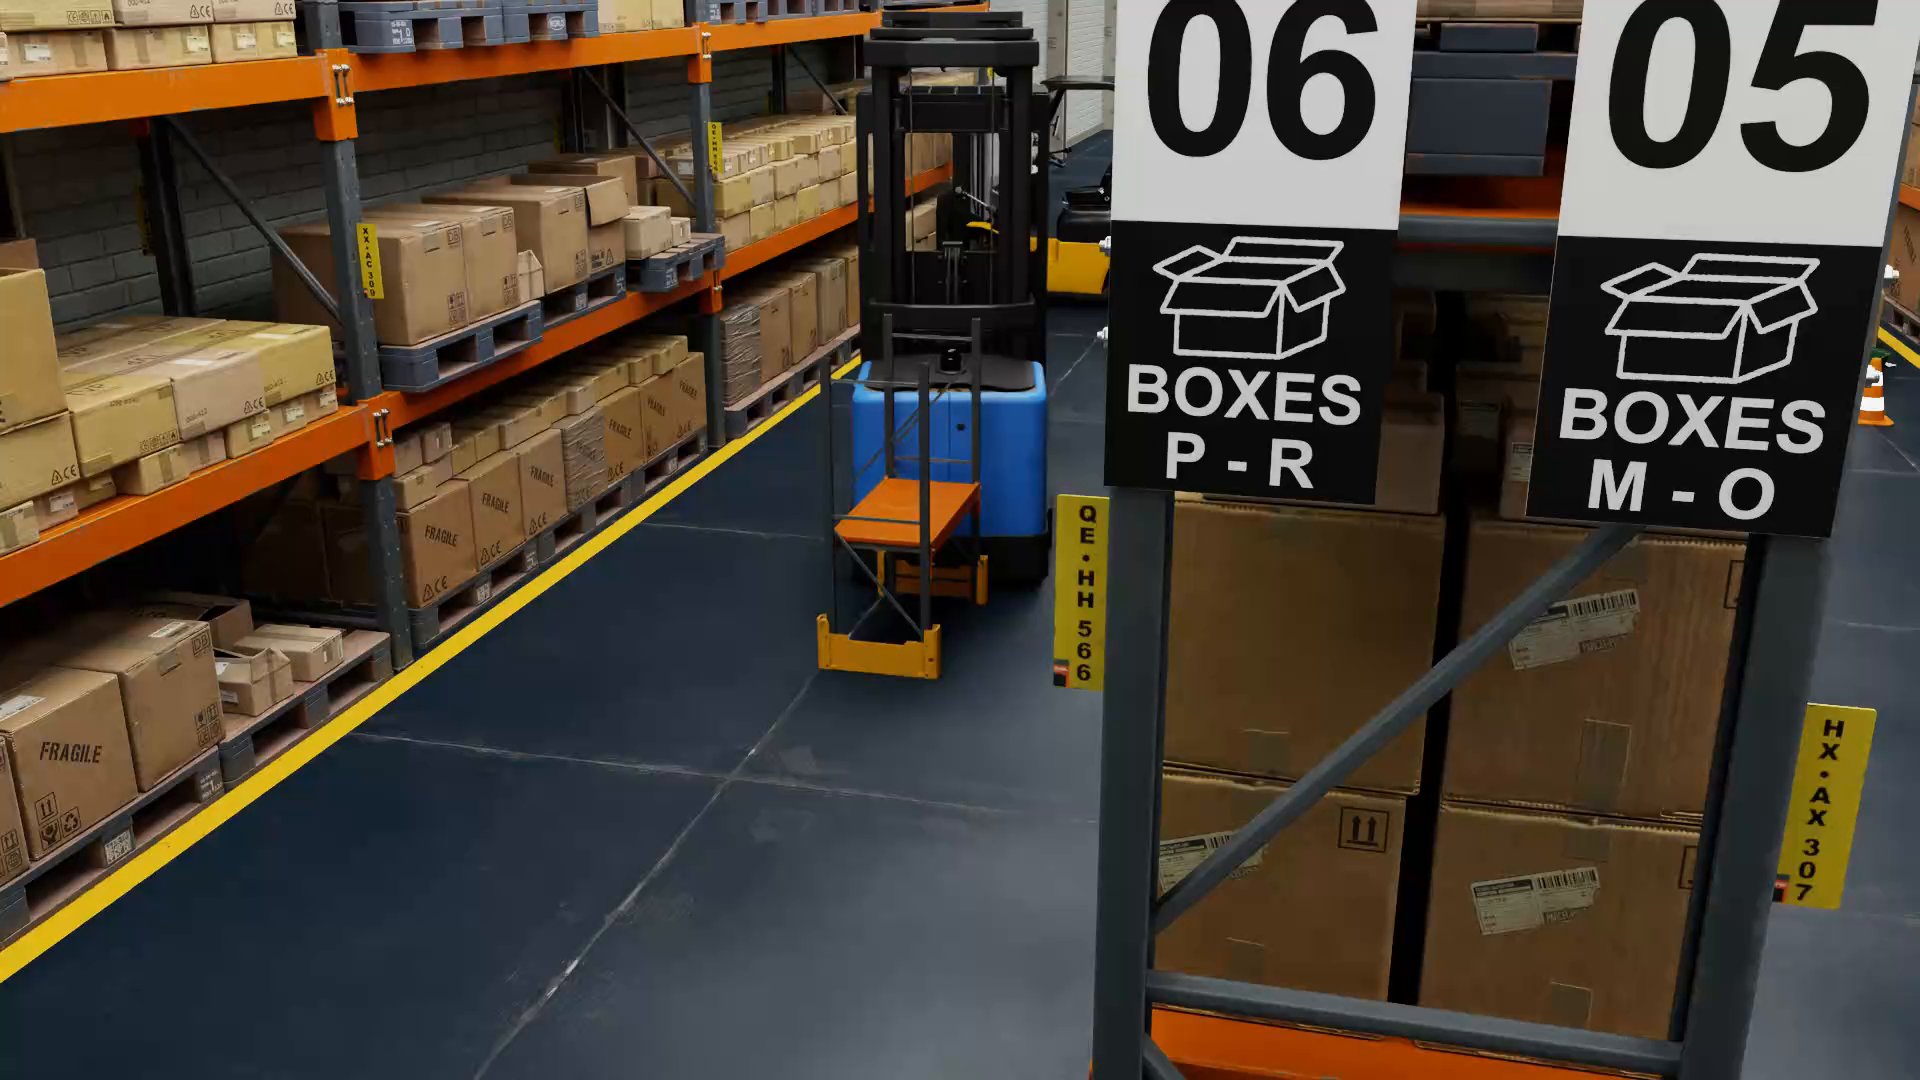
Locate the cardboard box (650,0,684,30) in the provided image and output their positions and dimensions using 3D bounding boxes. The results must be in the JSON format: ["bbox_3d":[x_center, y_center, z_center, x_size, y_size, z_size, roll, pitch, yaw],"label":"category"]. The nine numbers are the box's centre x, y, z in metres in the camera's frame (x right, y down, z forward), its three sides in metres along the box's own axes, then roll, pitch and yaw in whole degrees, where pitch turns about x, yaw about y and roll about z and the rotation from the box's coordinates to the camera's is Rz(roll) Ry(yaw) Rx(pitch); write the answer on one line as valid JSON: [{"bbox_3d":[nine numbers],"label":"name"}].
[{"bbox_3d":[-2.027,-3.273,10.220,0.500,0.250,0.500,4,19,12],"label":"cardboard box"}]

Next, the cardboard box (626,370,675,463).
[{"bbox_3d":[-2.164,-0.815,10.649,0.500,0.500,0.500,4,19,13],"label":"cardboard box"}]

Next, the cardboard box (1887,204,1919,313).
[{"bbox_3d":[9.142,-2.561,15.183,0.875,0.875,0.875,4,19,13],"label":"cardboard box"}]

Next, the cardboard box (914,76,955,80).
[{"bbox_3d":[-0.266,-4.742,17.311,0.380,0.149,0.250,5,19,14],"label":"cardboard box"}]

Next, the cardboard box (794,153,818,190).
[{"bbox_3d":[-1.422,-2.871,12.912,0.500,0.250,0.500,5,19,14],"label":"cardboard box"}]

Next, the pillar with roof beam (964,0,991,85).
[{"bbox_3d":[4.414,-8.844,21.659,9.100,9.000,0.400,5,19,13],"label":"pillar with roof beam"}]

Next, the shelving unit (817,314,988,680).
[{"bbox_3d":[-0.263,-0.245,8.086,0.587,1.500,1.083,5,19,13],"label":"shelving unit"}]

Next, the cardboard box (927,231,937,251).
[{"bbox_3d":[-0.487,-2.934,16.468,0.500,0.250,0.500,4,19,13],"label":"cardboard box"}]

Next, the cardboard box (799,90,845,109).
[{"bbox_3d":[-1.273,-4.052,15.293,0.380,0.149,0.250,4,19,12],"label":"cardboard box"}]

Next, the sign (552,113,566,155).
[{"bbox_3d":[-2.676,-2.695,11.146,0.100,0.325,0.005,5,19,13],"label":"sign"}]

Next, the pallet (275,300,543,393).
[{"bbox_3d":[-2.813,-1.002,8.276,1.003,0.211,1.213,5,19,13],"label":"pallet"}]

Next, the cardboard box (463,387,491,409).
[{"bbox_3d":[-2.937,-0.797,9.596,0.380,0.149,0.250,4,19,11],"label":"cardboard box"}]

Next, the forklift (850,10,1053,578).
[{"bbox_3d":[-0.037,-1.604,9.849,1.130,2.935,3.031,0,19,1],"label":"forklift"}]

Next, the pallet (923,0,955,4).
[{"bbox_3d":[-0.676,-5.386,16.312,1.003,0.211,1.213,5,19,13],"label":"pallet"}]

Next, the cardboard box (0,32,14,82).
[{"bbox_3d":[-3.263,-1.530,5.275,0.380,0.149,0.250,5,20,14],"label":"cardboard box"}]

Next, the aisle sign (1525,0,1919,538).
[{"bbox_3d":[0.987,-0.391,2.169,0.394,0.787,0.004,5,19,13],"label":"aisle sign"}]

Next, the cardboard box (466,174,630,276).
[{"bbox_3d":[-2.356,-1.826,9.582,0.797,0.503,0.637,4,19,12],"label":"cardboard box"}]

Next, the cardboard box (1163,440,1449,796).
[{"bbox_3d":[0.610,0.104,3.042,0.500,0.500,0.500,5,20,15],"label":"cardboard box"}]

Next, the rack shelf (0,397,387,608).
[{"bbox_3d":[-3.603,0.117,5.818,1.077,0.370,4.000,5,19,13],"label":"rack shelf"}]

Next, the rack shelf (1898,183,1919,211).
[{"bbox_3d":[8.968,-2.894,14.634,1.077,0.370,4.000,5,19,13],"label":"rack shelf"}]

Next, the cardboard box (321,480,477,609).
[{"bbox_3d":[-2.777,0.000,8.265,0.500,0.500,0.500,6,20,16],"label":"cardboard box"}]

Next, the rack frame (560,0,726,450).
[{"bbox_3d":[-2.137,-2.104,11.208,1.000,3.000,0.127,5,19,13],"label":"rack frame"}]

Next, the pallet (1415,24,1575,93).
[{"bbox_3d":[1.190,-1.200,4.058,1.003,0.211,1.213,5,19,13],"label":"pallet"}]

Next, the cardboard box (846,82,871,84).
[{"bbox_3d":[-0.938,-4.453,16.465,0.380,0.149,0.250,5,20,15],"label":"cardboard box"}]

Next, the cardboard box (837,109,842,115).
[{"bbox_3d":[-1.302,-3.915,15.349,0.380,0.149,0.250,4,19,12],"label":"cardboard box"}]

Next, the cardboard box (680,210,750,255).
[{"bbox_3d":[-1.791,-2.153,11.583,0.500,0.250,0.500,5,19,14],"label":"cardboard box"}]

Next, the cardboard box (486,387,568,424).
[{"bbox_3d":[-2.472,-0.766,9.503,0.380,0.149,0.250,5,19,14],"label":"cardboard box"}]

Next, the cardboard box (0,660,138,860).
[{"bbox_3d":[-3.377,0.780,5.979,0.500,0.500,0.500,5,19,14],"label":"cardboard box"}]

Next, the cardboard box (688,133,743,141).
[{"bbox_3d":[-1.897,-3.059,12.845,0.380,0.149,0.250,5,20,15],"label":"cardboard box"}]

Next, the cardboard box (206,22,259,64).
[{"bbox_3d":[-2.978,-1.939,6.471,0.380,0.149,0.250,5,19,13],"label":"cardboard box"}]

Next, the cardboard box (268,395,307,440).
[{"bbox_3d":[-2.989,-0.528,6.983,0.380,0.149,0.250,5,20,15],"label":"cardboard box"}]

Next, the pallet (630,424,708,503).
[{"bbox_3d":[-2.356,-0.554,10.982,1.003,0.211,1.213,5,19,13],"label":"pallet"}]

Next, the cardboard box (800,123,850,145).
[{"bbox_3d":[-1.119,-3.340,13.667,0.380,0.149,0.250,4,19,12],"label":"cardboard box"}]

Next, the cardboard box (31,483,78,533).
[{"bbox_3d":[-3.341,-0.130,5.815,0.380,0.149,0.250,5,19,13],"label":"cardboard box"}]

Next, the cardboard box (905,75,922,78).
[{"bbox_3d":[-0.619,-4.855,17.643,0.380,0.149,0.250,5,19,14],"label":"cardboard box"}]

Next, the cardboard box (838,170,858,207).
[{"bbox_3d":[-1.146,-2.950,13.917,0.500,0.250,0.500,5,19,13],"label":"cardboard box"}]

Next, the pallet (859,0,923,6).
[{"bbox_3d":[-0.976,-5.005,15.196,1.003,0.211,1.213,5,19,13],"label":"pallet"}]

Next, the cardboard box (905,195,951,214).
[{"bbox_3d":[-0.356,-3.336,16.871,0.500,0.250,0.500,4,19,12],"label":"cardboard box"}]

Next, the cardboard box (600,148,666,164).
[{"bbox_3d":[-2.298,-2.667,11.698,0.380,0.149,0.250,5,20,15],"label":"cardboard box"}]

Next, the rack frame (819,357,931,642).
[{"bbox_3d":[-0.382,-0.089,7.627,0.500,1.500,0.032,5,19,13],"label":"rack frame"}]

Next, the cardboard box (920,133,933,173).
[{"bbox_3d":[-0.564,-3.847,16.156,0.500,0.500,0.500,4,19,13],"label":"cardboard box"}]

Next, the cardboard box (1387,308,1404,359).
[{"bbox_3d":[0.738,-0.406,3.532,0.380,0.149,0.250,5,20,15],"label":"cardboard box"}]

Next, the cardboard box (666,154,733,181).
[{"bbox_3d":[-1.773,-2.535,11.311,0.380,0.149,0.250,5,20,15],"label":"cardboard box"}]

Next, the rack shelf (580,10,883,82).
[{"bbox_3d":[-1.648,-3.810,12.674,1.077,0.370,4.000,5,19,13],"label":"rack shelf"}]

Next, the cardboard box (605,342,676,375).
[{"bbox_3d":[-2.048,-1.164,10.670,0.380,0.149,0.250,4,19,11],"label":"cardboard box"}]

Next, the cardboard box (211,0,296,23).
[{"bbox_3d":[-2.989,-2.169,6.528,0.500,0.250,0.500,5,19,14],"label":"cardboard box"}]

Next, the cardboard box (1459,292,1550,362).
[{"bbox_3d":[1.308,-0.453,3.669,0.380,0.149,0.250,5,19,14],"label":"cardboard box"}]

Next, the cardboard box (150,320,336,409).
[{"bbox_3d":[-3.002,-0.741,6.990,0.500,0.250,0.500,5,20,15],"label":"cardboard box"}]

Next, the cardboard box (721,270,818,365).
[{"bbox_3d":[-1.655,-1.790,13.312,0.875,0.625,0.625,4,19,11],"label":"cardboard box"}]

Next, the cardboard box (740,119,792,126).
[{"bbox_3d":[-1.631,-3.461,14.021,0.380,0.149,0.250,5,19,13],"label":"cardboard box"}]

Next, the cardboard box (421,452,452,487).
[{"bbox_3d":[-2.776,-0.358,8.308,0.380,0.149,0.250,4,19,12],"label":"cardboard box"}]

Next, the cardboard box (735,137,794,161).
[{"bbox_3d":[-1.468,-2.941,12.498,0.380,0.149,0.250,5,20,15],"label":"cardboard box"}]

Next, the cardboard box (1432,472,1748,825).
[{"bbox_3d":[1.116,0.146,2.919,0.500,0.500,0.500,4,19,12],"label":"cardboard box"}]

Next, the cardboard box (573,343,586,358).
[{"bbox_3d":[-2.657,-1.207,10.795,0.380,0.149,0.250,5,20,15],"label":"cardboard box"}]
